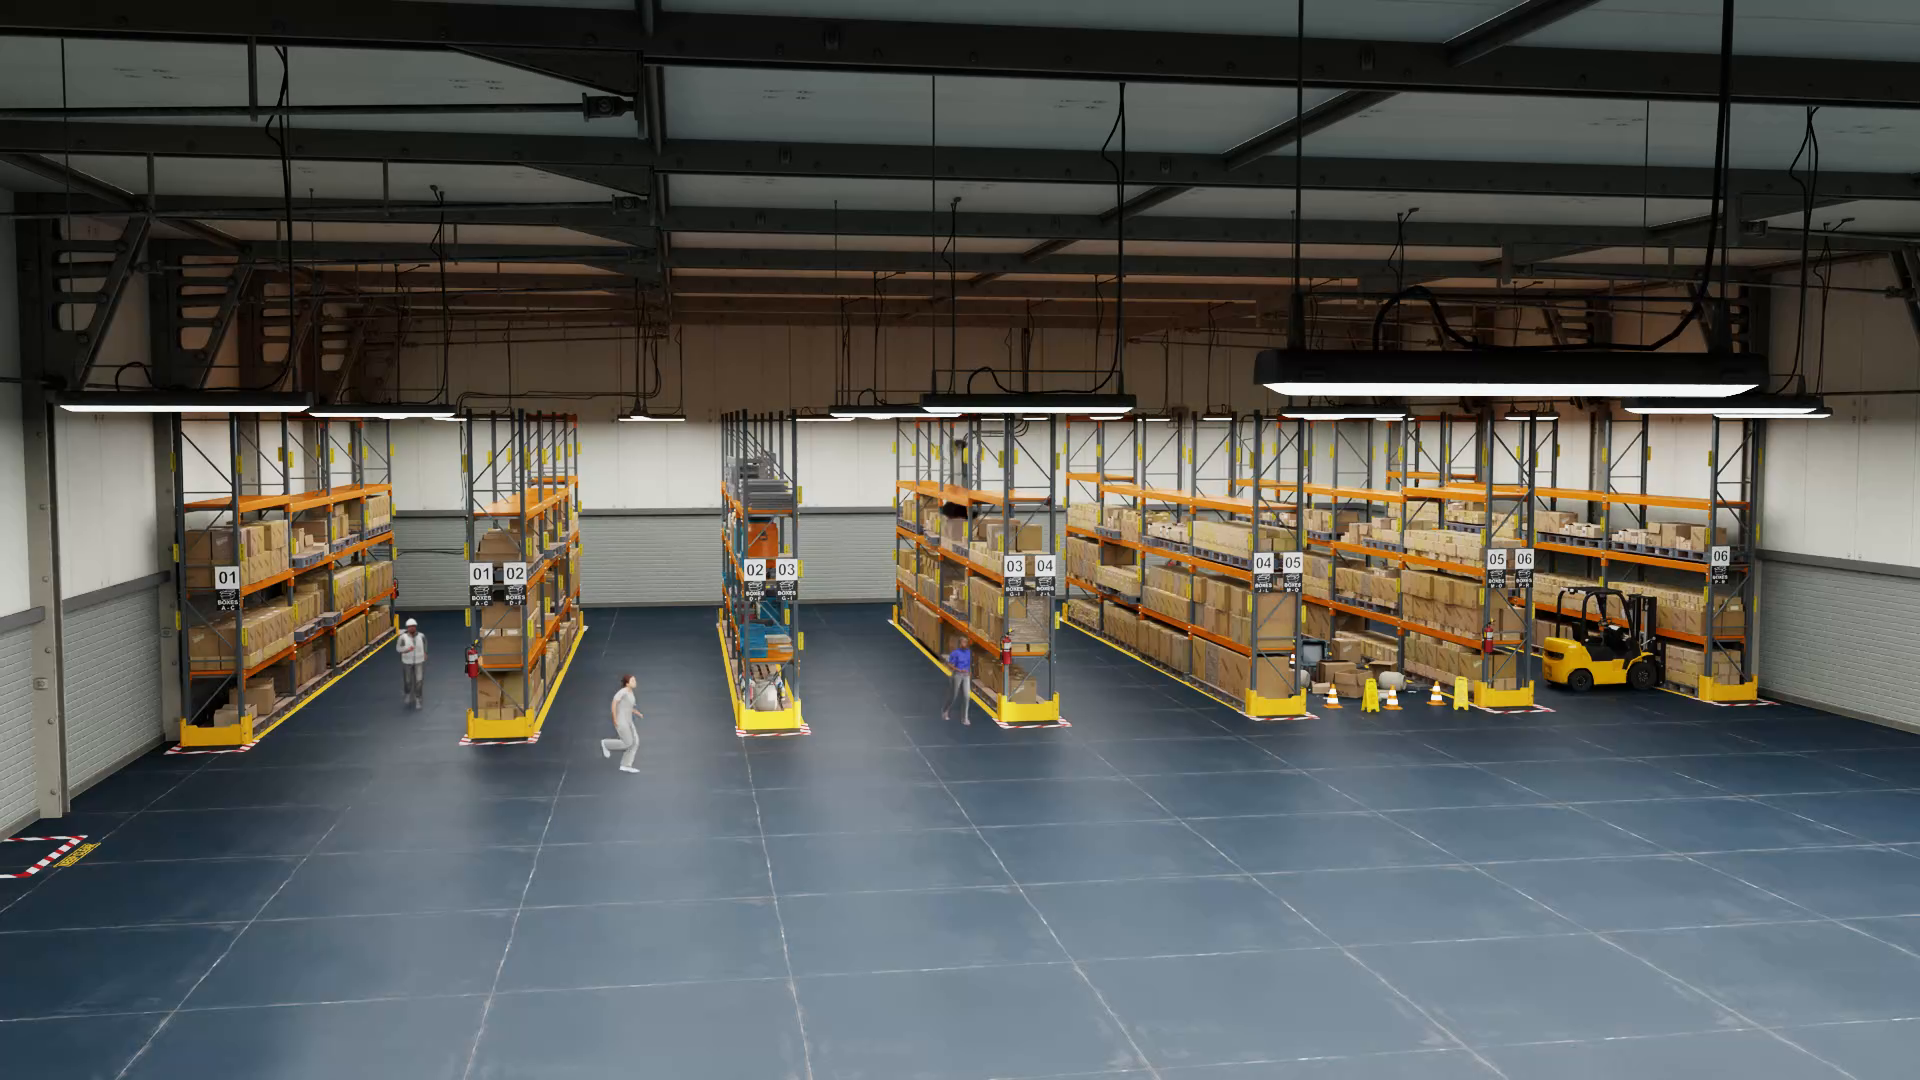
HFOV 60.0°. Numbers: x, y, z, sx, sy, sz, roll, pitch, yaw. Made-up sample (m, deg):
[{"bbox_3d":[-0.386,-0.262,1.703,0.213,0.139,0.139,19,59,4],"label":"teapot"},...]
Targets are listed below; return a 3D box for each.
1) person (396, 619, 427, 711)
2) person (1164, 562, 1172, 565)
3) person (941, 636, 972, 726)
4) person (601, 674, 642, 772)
[{"bbox_3d":[-11.040,2.479,33.514,0.635,1.804,0.907,-2,4,-26],"label":"person"},{"bbox_3d":[5.988,1.515,47.647,0.660,1.763,0.840,-3,5,-33],"label":"person"},{"bbox_3d":[0.003,2.676,31.868,0.600,1.678,0.839,-2,5,-31],"label":"person"},{"bbox_3d":[-5.590,3.021,27.444,0.682,1.625,0.593,1,4,13],"label":"person"}]
